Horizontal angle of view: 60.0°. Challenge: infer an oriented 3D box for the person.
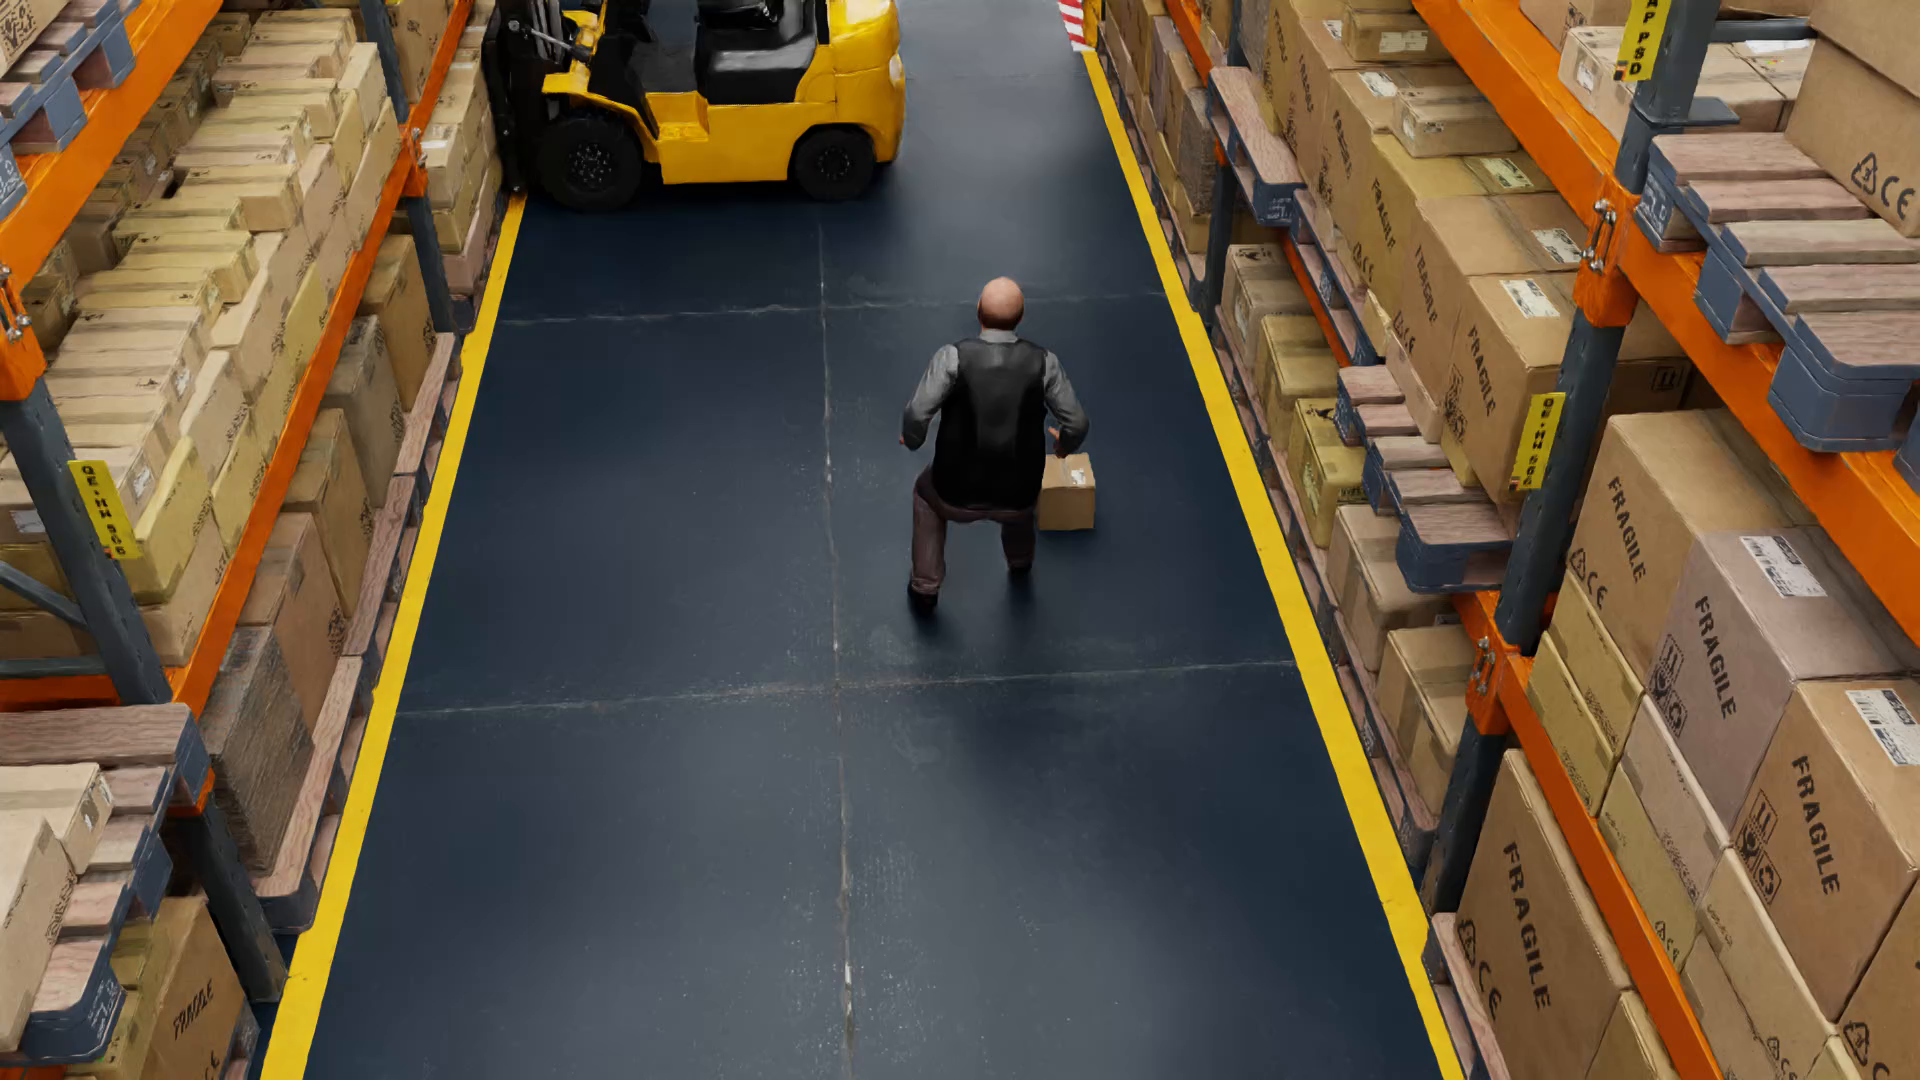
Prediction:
[{"bbox_3d":[0.121,-0.377,6.777,0.737,1.546,0.795,-2,39,-3],"label":"person"}]
